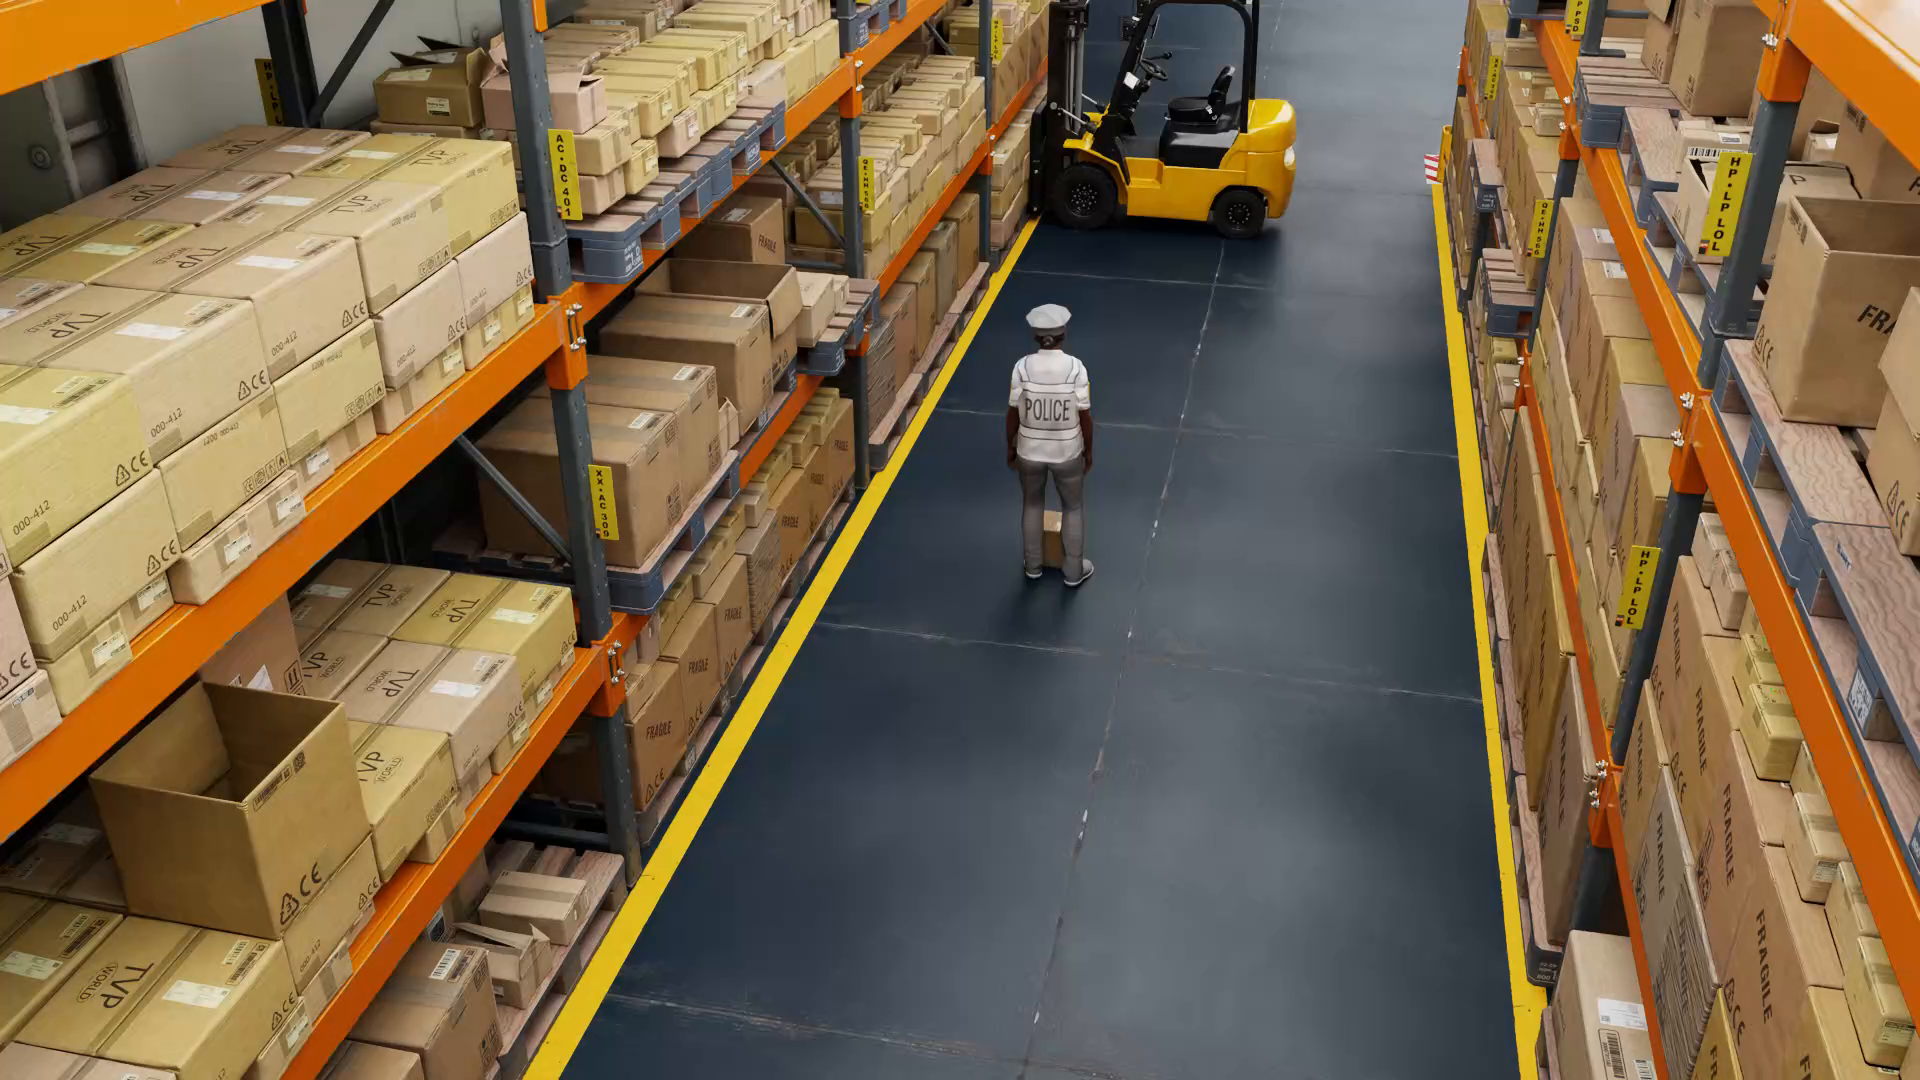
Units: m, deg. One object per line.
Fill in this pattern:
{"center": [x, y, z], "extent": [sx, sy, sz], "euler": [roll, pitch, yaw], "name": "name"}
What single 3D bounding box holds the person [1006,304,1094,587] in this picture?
{"center": [0.528, -0.515, 9.543], "extent": [0.527, 1.658, 0.427], "euler": [4, 29, 8], "name": "person"}
